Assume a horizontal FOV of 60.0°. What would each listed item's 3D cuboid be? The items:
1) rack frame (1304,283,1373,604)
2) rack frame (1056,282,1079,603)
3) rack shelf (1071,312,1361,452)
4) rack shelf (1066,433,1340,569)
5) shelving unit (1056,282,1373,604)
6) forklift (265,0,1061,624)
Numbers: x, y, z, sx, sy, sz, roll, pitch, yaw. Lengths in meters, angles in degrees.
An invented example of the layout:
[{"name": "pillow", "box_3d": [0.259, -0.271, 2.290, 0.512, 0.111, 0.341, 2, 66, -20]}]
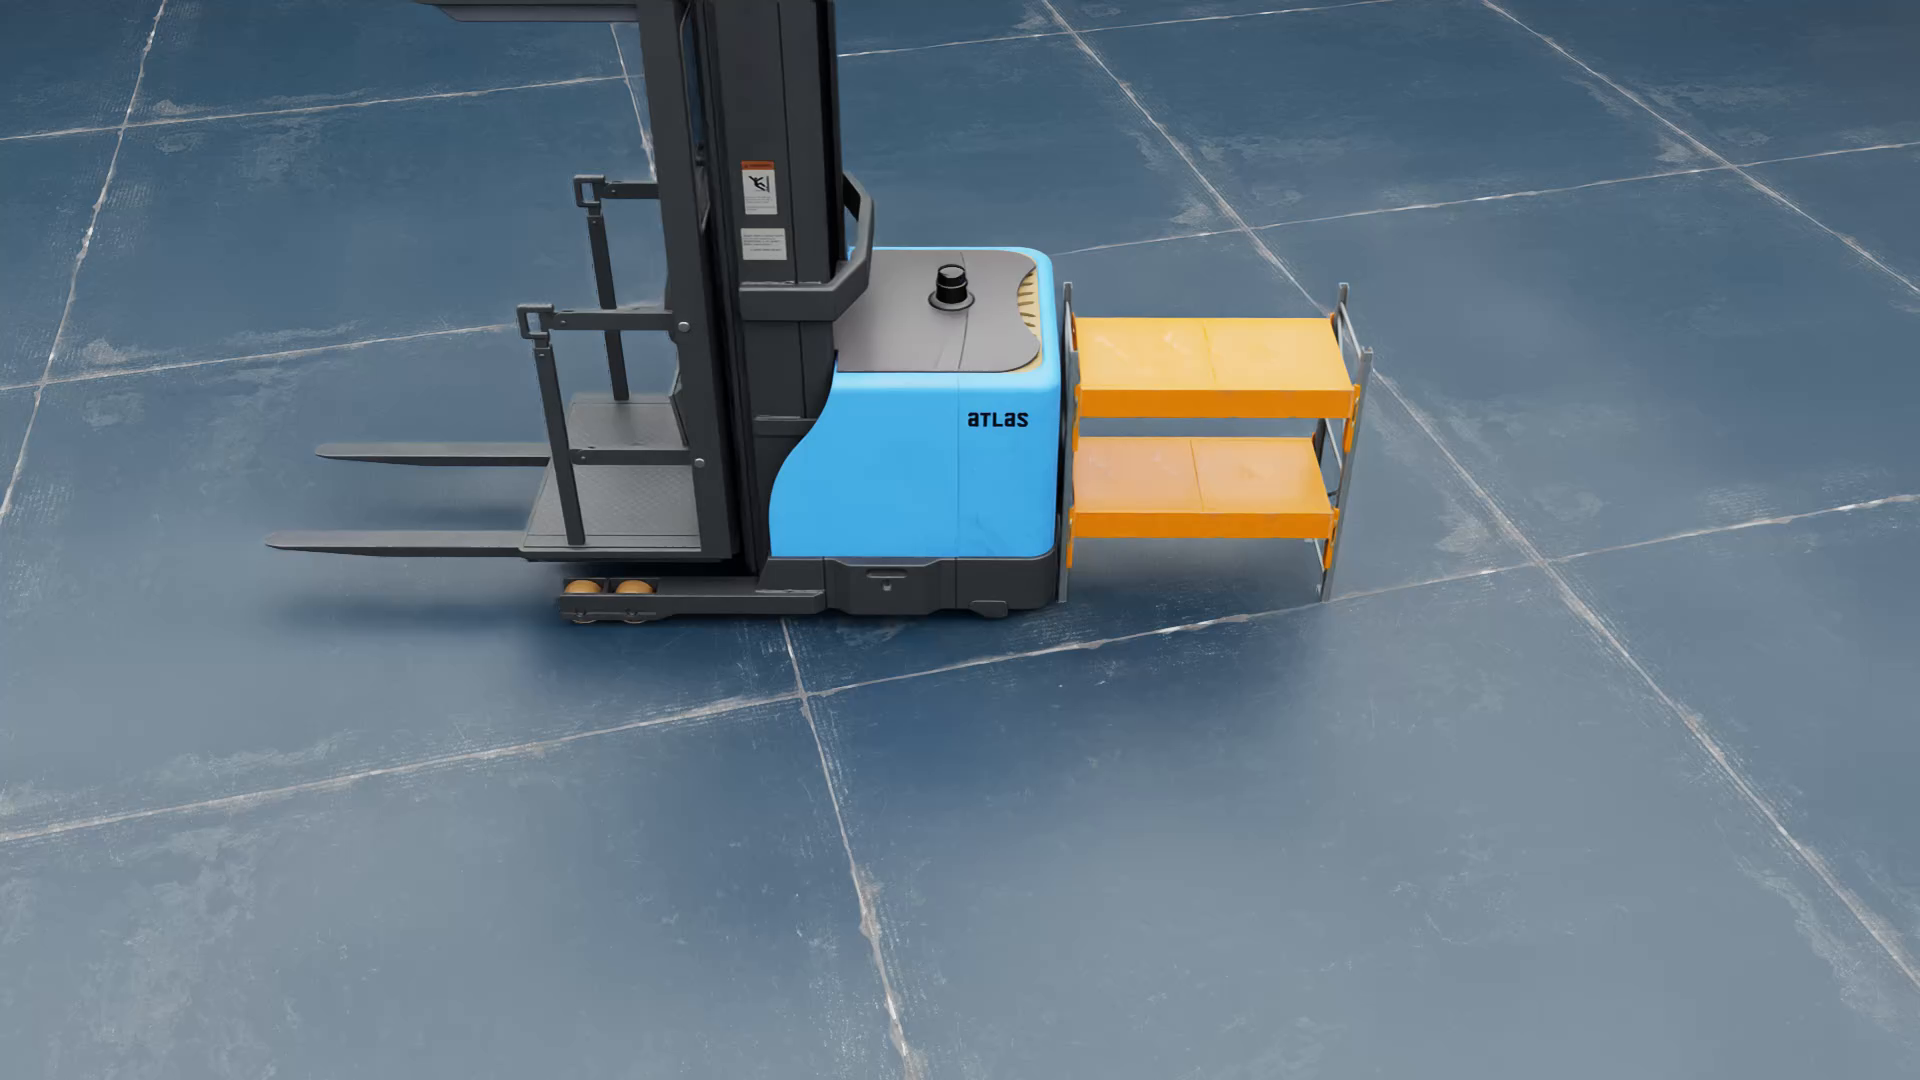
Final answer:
[{"name": "rack frame", "box_3d": [1.414, -0.351, 6.283, 0.032, 1.125, 0.500, 0, 37, 0]}, {"name": "rack frame", "box_3d": [0.397, -0.355, 6.288, 0.032, 1.125, 0.500, 0, 37, 0]}, {"name": "rack shelf", "box_3d": [0.906, -0.585, 6.108, 1.000, 0.278, 0.538, 0, 37, 0]}, {"name": "rack shelf", "box_3d": [0.906, -0.159, 6.434, 1.000, 0.278, 0.538, 0, 37, 0]}, {"name": "shelving unit", "box_3d": [0.906, -0.353, 6.286, 1.048, 1.125, 0.538, 0, 37, 0]}, {"name": "forklift", "box_3d": [-1.147, -1.168, 5.865, 3.031, 2.935, 1.130, 0, 37, 0]}]
